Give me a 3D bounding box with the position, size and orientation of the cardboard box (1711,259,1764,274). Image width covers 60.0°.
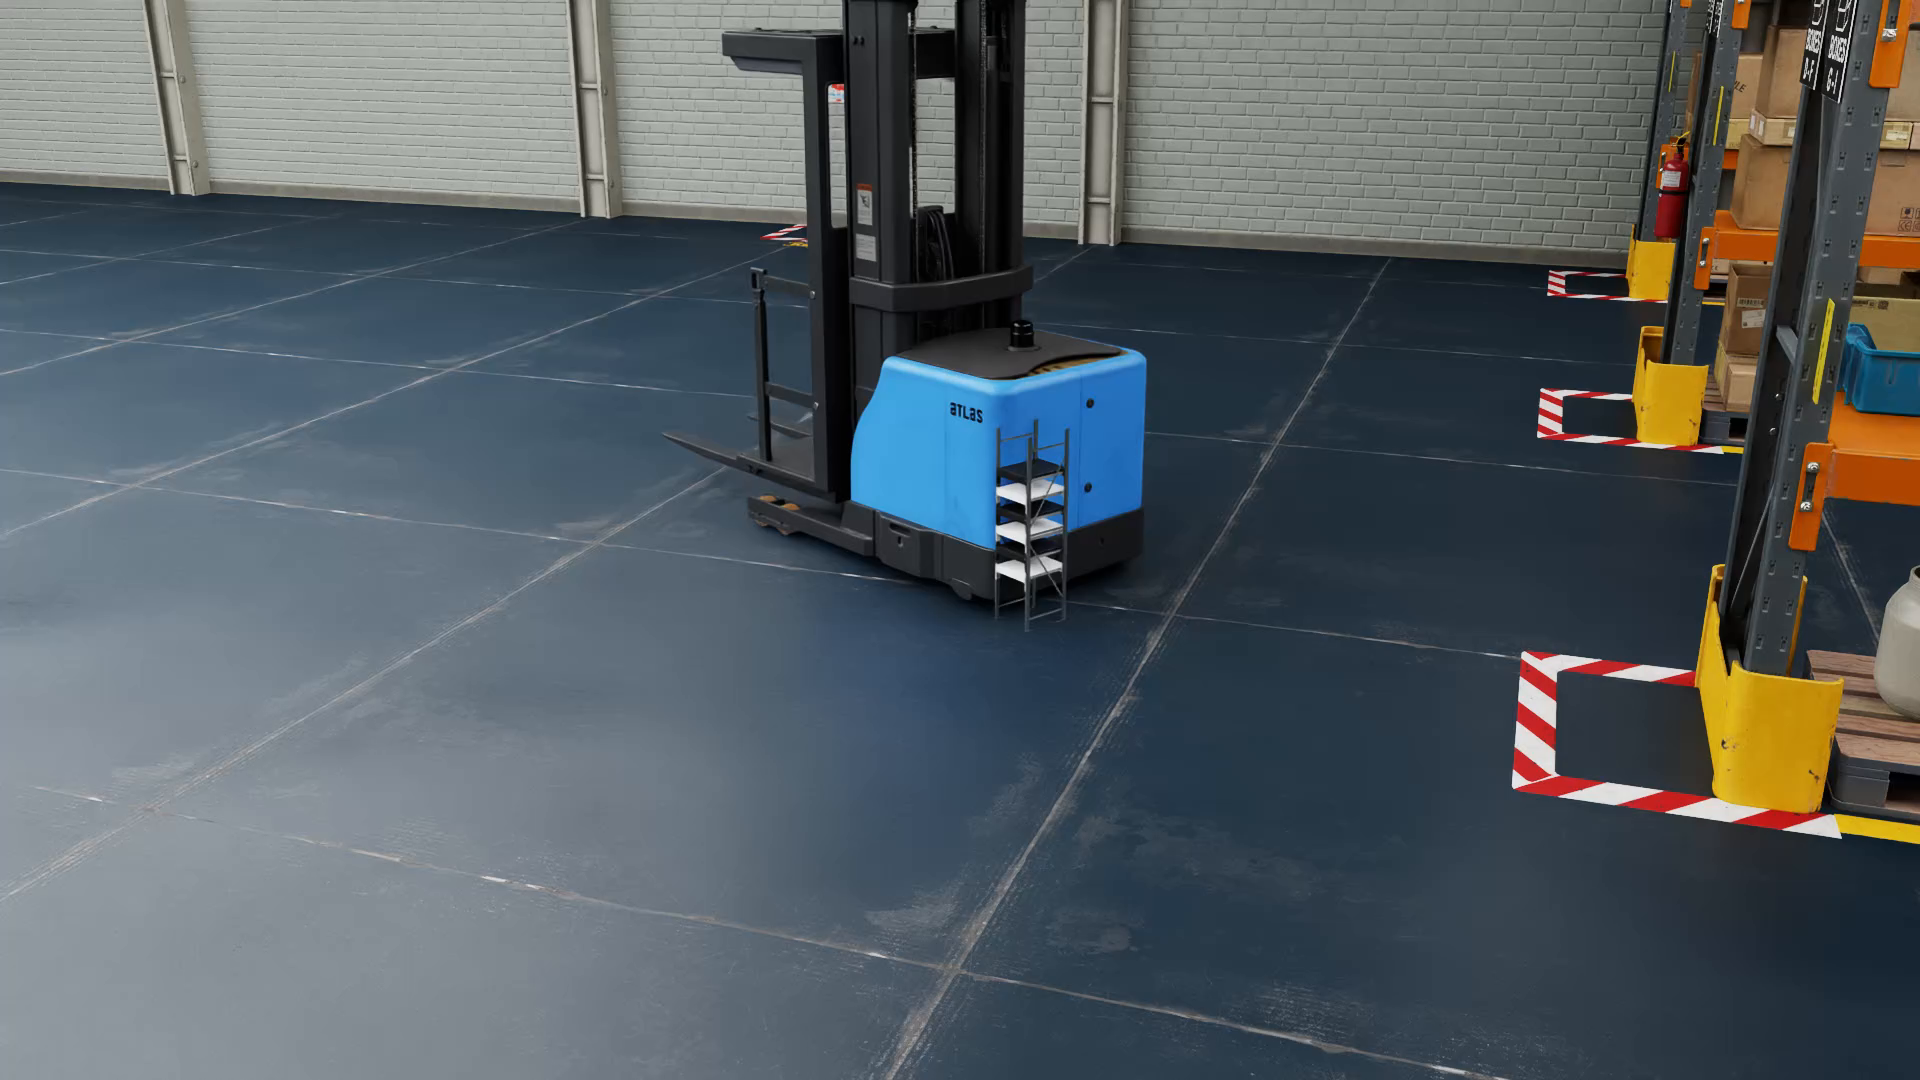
[{"bbox_3d":[6.827,-2.559,14.778,0.500,0.311,0.500,4,20,12],"label":"cardboard box"}]

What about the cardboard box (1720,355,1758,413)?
[{"bbox_3d":[5.014,-0.956,10.302,0.500,0.250,0.500,7,20,18],"label":"cardboard box"}]

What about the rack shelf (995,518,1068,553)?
[{"bbox_3d":[0.318,-0.029,7.395,0.258,0.077,0.200,-15,24,-37],"label":"rack shelf"}]

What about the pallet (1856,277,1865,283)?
[{"bbox_3d":[8.179,-2.168,14.475,1.213,0.211,1.003,7,20,18],"label":"pallet"}]

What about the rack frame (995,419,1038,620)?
[{"bbox_3d":[0.253,-0.087,7.458,0.240,0.900,0.006,-15,24,-37],"label":"rack frame"}]

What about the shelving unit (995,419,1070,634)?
[{"bbox_3d":[0.318,-0.061,7.384,0.258,0.900,0.210,-15,24,-37],"label":"shelving unit"}]

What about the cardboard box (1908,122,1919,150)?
[{"bbox_3d":[5.604,-2.345,9.608,0.250,0.149,0.380,6,20,17],"label":"cardboard box"}]

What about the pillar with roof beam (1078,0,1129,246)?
[{"bbox_3d":[0.067,-6.060,12.289,0.400,9.000,9.100,7,20,18],"label":"pillar with roof beam"}]

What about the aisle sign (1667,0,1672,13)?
[{"bbox_3d":[6.036,-4.866,14.029,0.004,0.787,0.394,7,20,18],"label":"aisle sign"}]

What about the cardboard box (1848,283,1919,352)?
[{"bbox_3d":[5.487,-1.257,10.025,0.500,0.500,0.500,7,20,18],"label":"cardboard box"}]

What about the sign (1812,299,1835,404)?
[{"bbox_3d":[2.767,-0.604,5.331,0.005,0.325,0.100,7,20,18],"label":"sign"}]

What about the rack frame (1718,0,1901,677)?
[{"bbox_3d":[2.952,-0.644,5.866,0.127,3.000,1.000,7,20,18],"label":"rack frame"}]

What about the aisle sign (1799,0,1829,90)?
[{"bbox_3d":[2.981,-1.971,5.725,0.004,0.787,0.394,7,20,18],"label":"aisle sign"}]

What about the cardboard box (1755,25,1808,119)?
[{"bbox_3d":[5.067,-2.783,9.880,0.500,0.500,0.700,7,20,18],"label":"cardboard box"}]

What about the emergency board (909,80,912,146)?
[{"bbox_3d":[-0.842,-4.844,17.916,0.643,1.169,0.194,7,20,18],"label":"emergency board"}]

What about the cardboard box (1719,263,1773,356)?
[{"bbox_3d":[5.185,-1.472,10.642,0.500,0.500,0.500,7,20,18],"label":"cardboard box"}]

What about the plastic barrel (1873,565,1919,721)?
[{"bbox_3d":[3.598,0.380,6.070,0.421,0.512,0.421,0,19,0],"label":"plastic barrel"}]

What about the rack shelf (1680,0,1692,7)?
[{"bbox_3d":[8.092,-4.585,13.707,4.000,0.370,1.077,7,20,18],"label":"rack shelf"}]

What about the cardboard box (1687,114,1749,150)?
[{"bbox_3d":[6.559,-3.511,14.289,0.500,0.250,0.500,6,20,16],"label":"cardboard box"}]

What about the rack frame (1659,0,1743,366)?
[{"bbox_3d":[4.581,-2.183,10.283,0.127,3.000,1.000,7,20,18],"label":"rack frame"}]

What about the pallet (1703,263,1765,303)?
[{"bbox_3d":[7.030,-2.300,14.855,1.213,0.211,1.003,7,20,18],"label":"pallet"}]

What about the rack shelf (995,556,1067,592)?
[{"bbox_3d":[0.318,0.141,7.454,0.258,0.077,0.200,-15,24,-37],"label":"rack shelf"}]

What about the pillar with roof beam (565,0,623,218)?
[{"bbox_3d":[-5.600,-6.708,14.148,0.400,9.000,9.100,7,20,18],"label":"pillar with roof beam"}]

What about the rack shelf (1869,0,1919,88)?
[{"bbox_3d":[4.841,-1.504,4.871,4.000,0.370,1.077,7,20,18],"label":"rack shelf"}]

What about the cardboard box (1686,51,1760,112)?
[{"bbox_3d":[6.718,-4.032,14.644,0.500,0.500,0.500,6,20,17],"label":"cardboard box"}]

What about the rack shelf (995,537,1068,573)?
[{"bbox_3d":[0.318,0.056,7.424,0.258,0.077,0.200,-15,24,-37],"label":"rack shelf"}]

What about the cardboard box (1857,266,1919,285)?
[{"bbox_3d":[8.042,-2.492,14.298,0.500,0.500,0.700,5,20,15],"label":"cardboard box"}]

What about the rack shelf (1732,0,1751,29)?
[{"bbox_3d":[6.470,-3.044,9.288,4.000,0.370,1.077,7,20,18],"label":"rack shelf"}]

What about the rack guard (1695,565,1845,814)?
[{"bbox_3d":[3.039,0.530,6.295,0.348,0.500,1.175,7,20,18],"label":"rack guard"}]

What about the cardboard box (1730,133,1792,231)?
[{"bbox_3d":[5.017,-2.176,10.110,0.500,0.500,0.700,7,20,18],"label":"cardboard box"}]

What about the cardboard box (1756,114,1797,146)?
[{"bbox_3d":[4.881,-2.428,9.846,0.250,0.149,0.380,6,20,18],"label":"cardboard box"}]

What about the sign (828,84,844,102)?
[{"bbox_3d":[-1.330,-4.953,18.174,0.234,0.329,0.001,7,20,18],"label":"sign"}]

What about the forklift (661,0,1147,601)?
[{"bbox_3d":[-0.470,-1.509,8.451,1.130,2.935,3.031,-17,25,-40],"label":"forklift"}]

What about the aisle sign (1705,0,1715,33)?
[{"bbox_3d":[4.615,-3.509,10.137,0.004,0.787,0.394,7,20,18],"label":"aisle sign"}]
